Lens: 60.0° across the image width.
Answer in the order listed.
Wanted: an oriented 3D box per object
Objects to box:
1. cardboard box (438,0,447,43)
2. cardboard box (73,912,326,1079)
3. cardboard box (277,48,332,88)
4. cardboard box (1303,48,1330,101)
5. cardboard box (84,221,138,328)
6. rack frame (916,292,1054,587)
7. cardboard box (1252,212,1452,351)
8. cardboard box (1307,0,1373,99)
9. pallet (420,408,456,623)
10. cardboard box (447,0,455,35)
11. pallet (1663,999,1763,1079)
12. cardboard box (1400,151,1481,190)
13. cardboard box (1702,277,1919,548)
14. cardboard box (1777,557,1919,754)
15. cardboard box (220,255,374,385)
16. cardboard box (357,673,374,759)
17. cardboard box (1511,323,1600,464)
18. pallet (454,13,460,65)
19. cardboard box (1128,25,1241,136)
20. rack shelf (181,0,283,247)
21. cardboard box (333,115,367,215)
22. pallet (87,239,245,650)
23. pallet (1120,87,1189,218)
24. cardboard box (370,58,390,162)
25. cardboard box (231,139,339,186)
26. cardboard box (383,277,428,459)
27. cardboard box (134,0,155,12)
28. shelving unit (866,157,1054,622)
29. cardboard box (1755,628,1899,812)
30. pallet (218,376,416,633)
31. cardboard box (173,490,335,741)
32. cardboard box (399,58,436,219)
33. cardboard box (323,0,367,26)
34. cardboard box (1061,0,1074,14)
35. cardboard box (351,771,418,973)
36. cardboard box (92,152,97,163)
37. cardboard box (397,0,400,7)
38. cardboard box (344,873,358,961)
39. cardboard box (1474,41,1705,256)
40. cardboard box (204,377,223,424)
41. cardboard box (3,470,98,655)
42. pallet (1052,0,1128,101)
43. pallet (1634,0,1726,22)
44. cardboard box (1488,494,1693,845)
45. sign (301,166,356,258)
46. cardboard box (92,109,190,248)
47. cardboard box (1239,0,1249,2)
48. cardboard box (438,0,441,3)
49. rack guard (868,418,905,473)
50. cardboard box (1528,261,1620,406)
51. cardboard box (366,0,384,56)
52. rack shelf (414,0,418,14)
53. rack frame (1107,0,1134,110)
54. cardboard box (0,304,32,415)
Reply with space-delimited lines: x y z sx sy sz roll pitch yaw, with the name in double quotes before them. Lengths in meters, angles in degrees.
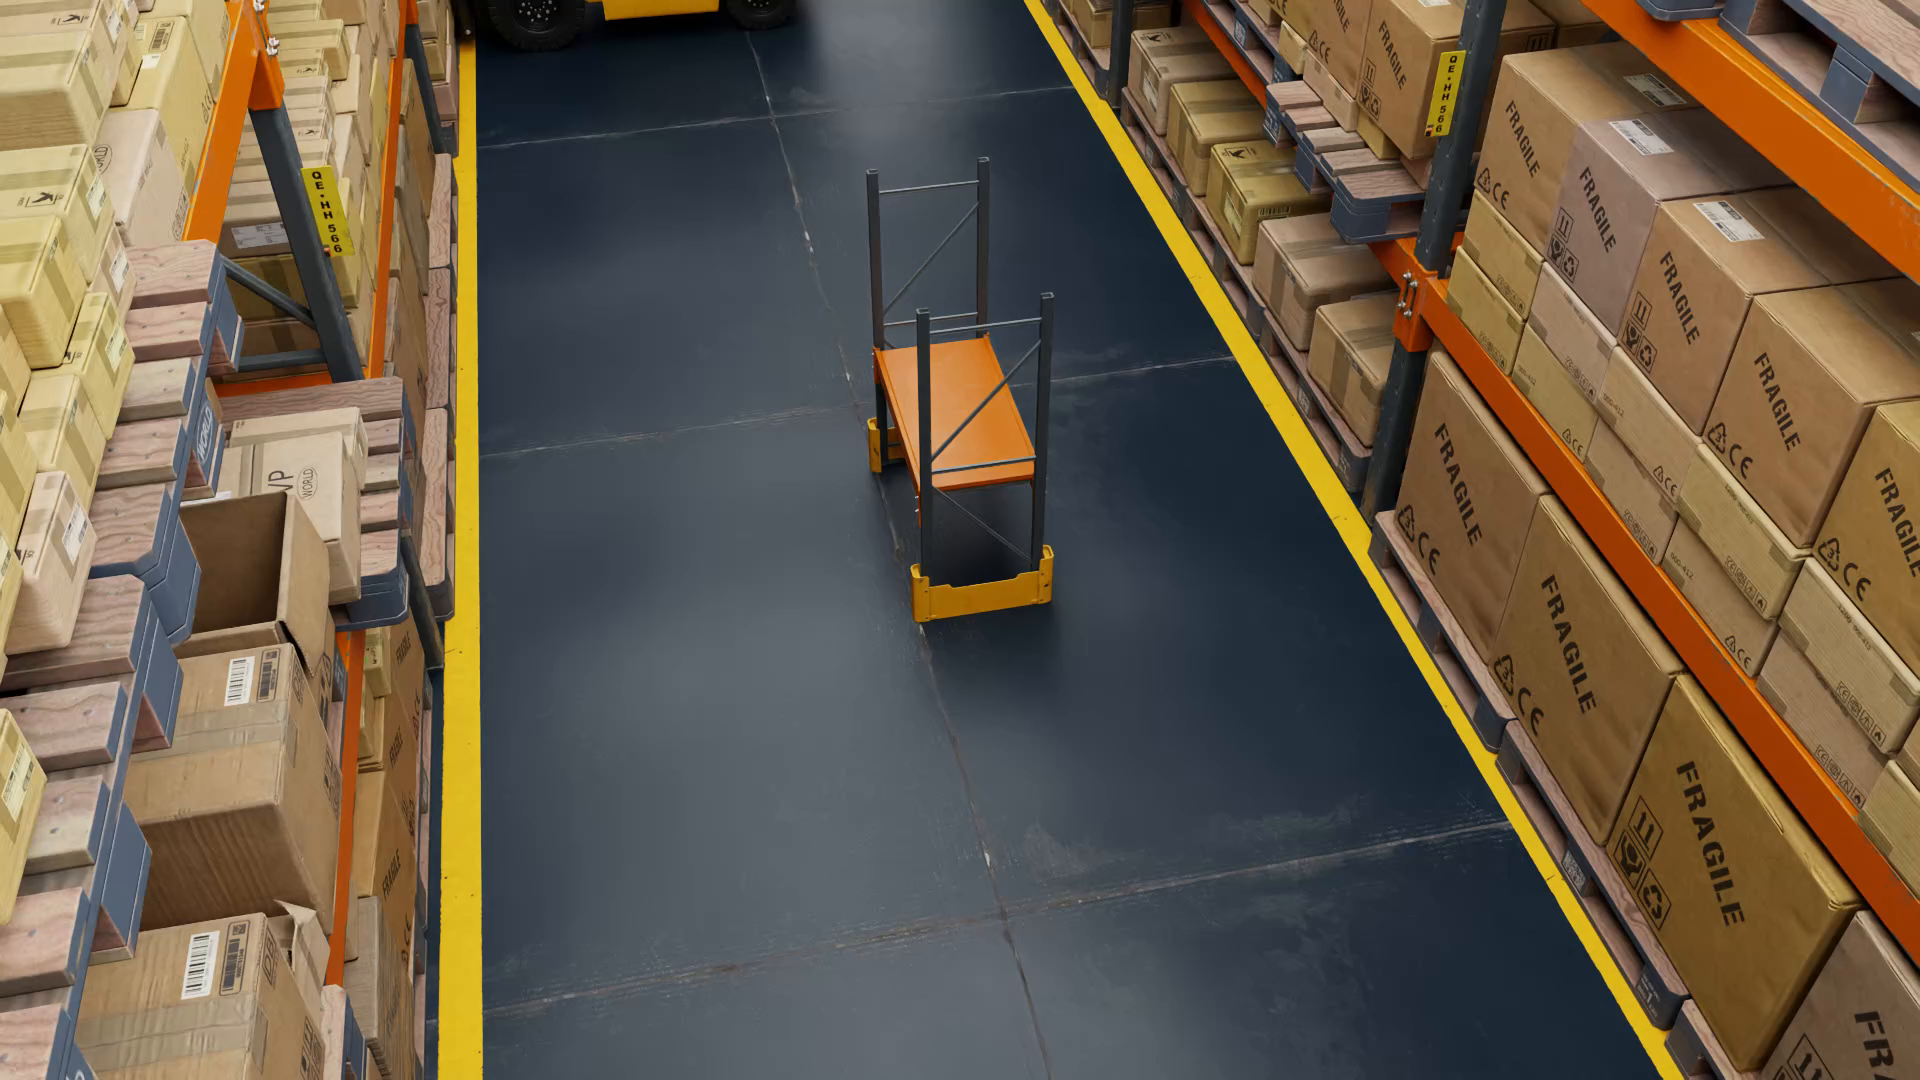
"cardboard box" -3.346 -3.162 9.931 0.500 0.250 0.500 -9 42 -10
"cardboard box" -1.704 1.147 3.307 0.700 0.500 0.500 -8 42 -9
"cardboard box" -2.642 -1.761 6.410 0.380 0.149 0.250 -8 42 -9
"cardboard box" 1.703 -2.010 7.128 0.380 0.149 0.250 -10 43 -11
"cardboard box" -1.739 -0.443 3.027 0.380 0.149 0.250 -7 42 -8
"rack frame" 0.091 -0.287 6.443 0.500 1.500 0.032 -8 42 -9
"cardboard box" 1.997 -1.303 8.121 0.950 0.372 0.625 -9 42 -10
"cardboard box" 1.785 -2.178 6.828 0.500 0.500 0.500 -9 42 -10
"pallet" -2.709 -0.066 7.166 1.003 0.211 1.213 -8 42 -9
"cardboard box" -3.465 -3.310 10.475 0.500 0.250 0.500 -8 42 -9
"pallet" 2.900 1.863 4.993 1.003 0.211 1.213 -8 42 -9
"cardboard box" 1.976 -1.525 6.582 0.380 0.149 0.250 -7 42 -8
"cardboard box" 2.463 -0.355 4.562 0.500 0.500 0.500 -8 42 -9
"cardboard box" 2.574 0.270 4.423 0.500 0.250 0.500 -7 42 -8
"cardboard box" -2.427 -0.836 6.046 0.500 0.250 0.500 -8 42 -9
"cardboard box" -2.113 0.599 5.394 0.380 0.149 0.250 -10 43 -11
"cardboard box" 2.264 -0.544 5.716 0.500 0.250 0.500 -9 42 -11
"pallet" -3.830 -3.434 10.959 1.003 0.211 1.213 -8 42 -9
"cardboard box" 1.529 -2.711 9.708 0.950 0.372 0.625 -8 42 -9
"rack shelf" -2.138 -0.126 3.415 1.077 0.370 4.000 -8 42 -9
"cardboard box" -2.534 -1.348 6.246 0.500 0.250 0.500 -7 42 -8
"pallet" -2.005 -0.133 3.023 1.213 0.211 1.003 -8 42 -9
"pallet" 1.583 -2.329 9.715 1.003 0.211 1.213 -8 42 -9
"cardboard box" -2.759 -1.833 7.168 0.500 0.250 0.500 -7 42 -8
"cardboard box" -2.409 -1.272 5.859 0.380 0.149 0.250 -7 42 -8
"cardboard box" -2.839 -0.668 7.215 0.875 0.625 0.625 -7 42 -8
"cardboard box" -2.221 -1.419 4.142 0.380 0.149 0.250 -9 42 -10
"shelving unit" -0.016 -0.610 6.808 0.587 1.500 1.083 -8 42 -9
"cardboard box" 2.598 0.451 4.596 0.500 0.250 0.500 -9 42 -10
"pallet" -2.355 -0.069 5.213 1.213 0.211 1.003 -8 42 -9
"cardboard box" -2.037 0.266 4.297 0.797 0.503 0.637 -9 42 -10
"cardboard box" -3.309 -2.095 8.823 0.875 0.625 0.625 -7 42 -7
"cardboard box" -2.705 -2.268 6.982 0.380 0.149 0.250 -9 42 -10
"cardboard box" 0.898 -3.694 10.906 0.500 0.250 0.500 -9 42 -10
"cardboard box" -2.055 1.116 5.300 0.500 0.500 0.500 -7 42 -7
"cardboard box" -2.006 -0.752 3.390 0.380 0.149 0.250 -7 42 -8
"cardboard box" -3.069 -2.817 8.277 0.500 0.250 0.500 -7 42 -8
"cardboard box" -1.957 1.113 4.815 0.380 0.149 0.250 -10 43 -11
"cardboard box" 2.144 -1.340 5.672 0.500 0.500 0.500 -10 43 -11
"cardboard box" -2.611 -0.408 5.059 0.500 0.500 0.500 -6 42 -7
"cardboard box" -1.526 0.051 2.471 0.380 0.149 0.250 -8 42 -9
"pallet" 1.234 -3.264 10.768 1.003 0.211 1.213 -8 42 -9
"pallet" 2.467 -1.925 5.042 1.213 0.211 1.003 -7 42 -7
"cardboard box" 2.533 0.392 5.833 0.875 0.875 0.875 -8 42 -9
"sign" -2.042 -1.057 5.369 0.100 0.325 0.005 -8 42 -9
"cardboard box" -2.004 -0.688 3.619 0.500 0.250 0.500 -8 42 -9
"cardboard box" 1.478 -2.687 7.891 0.380 0.149 0.250 -7 42 -8
"cardboard box" -3.331 -3.357 9.774 0.500 0.250 0.500 -8 42 -9
"rack guard" -0.124 -0.466 7.586 0.587 0.250 0.087 -8 42 -9
"cardboard box" 2.255 -0.715 5.533 0.500 0.250 0.500 -7 42 -8
"cardboard box" -2.854 -2.347 7.371 0.500 0.250 0.500 -8 42 -8
"rack shelf" -3.865 -4.190 10.253 1.077 0.370 4.000 -8 42 -9
"rack frame" 1.413 -3.876 9.357 1.000 3.000 0.127 -8 42 -9
"cardboard box" -1.676 -0.221 2.553 0.380 0.149 0.250 -8 42 -9
